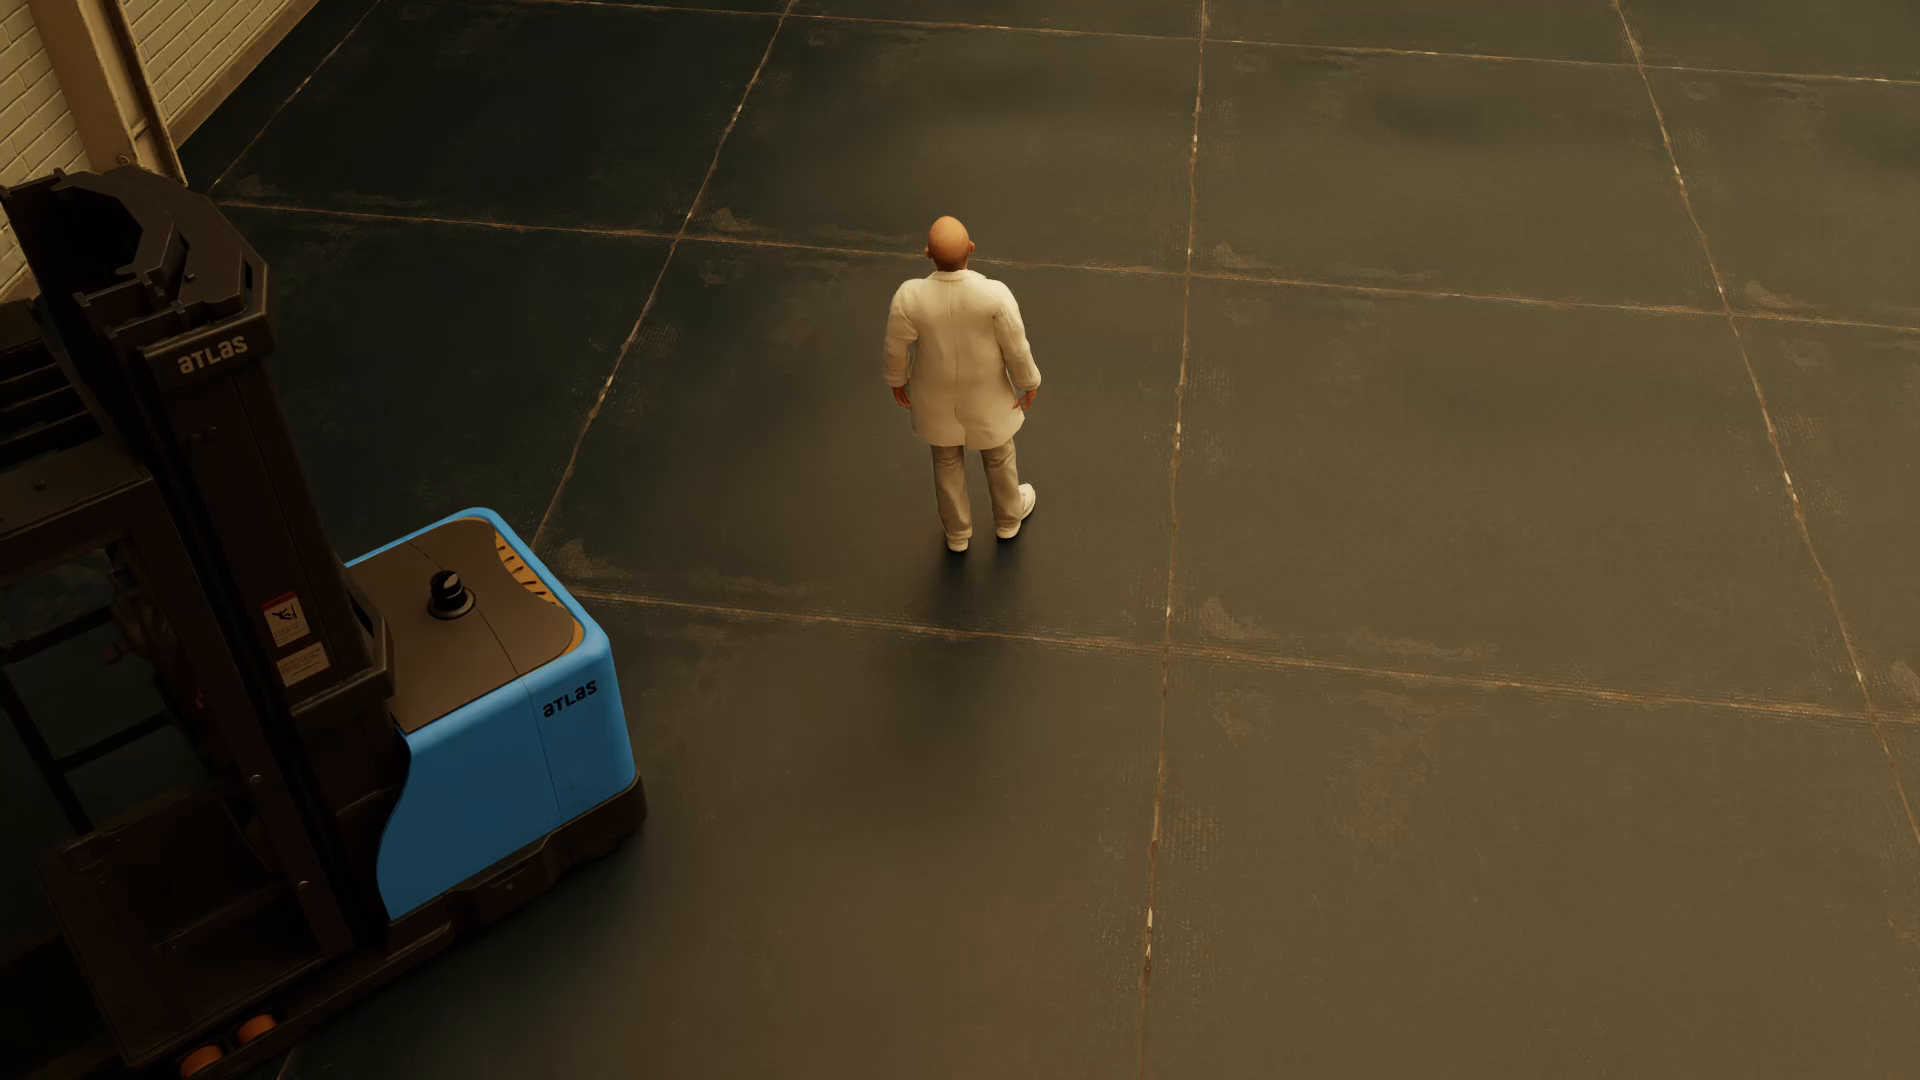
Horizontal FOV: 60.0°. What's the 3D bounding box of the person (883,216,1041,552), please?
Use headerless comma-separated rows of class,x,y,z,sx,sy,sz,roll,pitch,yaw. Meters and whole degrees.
person,0.016,-0.720,7.350,0.698,1.776,0.580,5,43,6

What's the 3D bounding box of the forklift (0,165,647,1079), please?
forklift,-2.707,0.437,5.249,3.031,2.935,1.130,-29,50,-28
